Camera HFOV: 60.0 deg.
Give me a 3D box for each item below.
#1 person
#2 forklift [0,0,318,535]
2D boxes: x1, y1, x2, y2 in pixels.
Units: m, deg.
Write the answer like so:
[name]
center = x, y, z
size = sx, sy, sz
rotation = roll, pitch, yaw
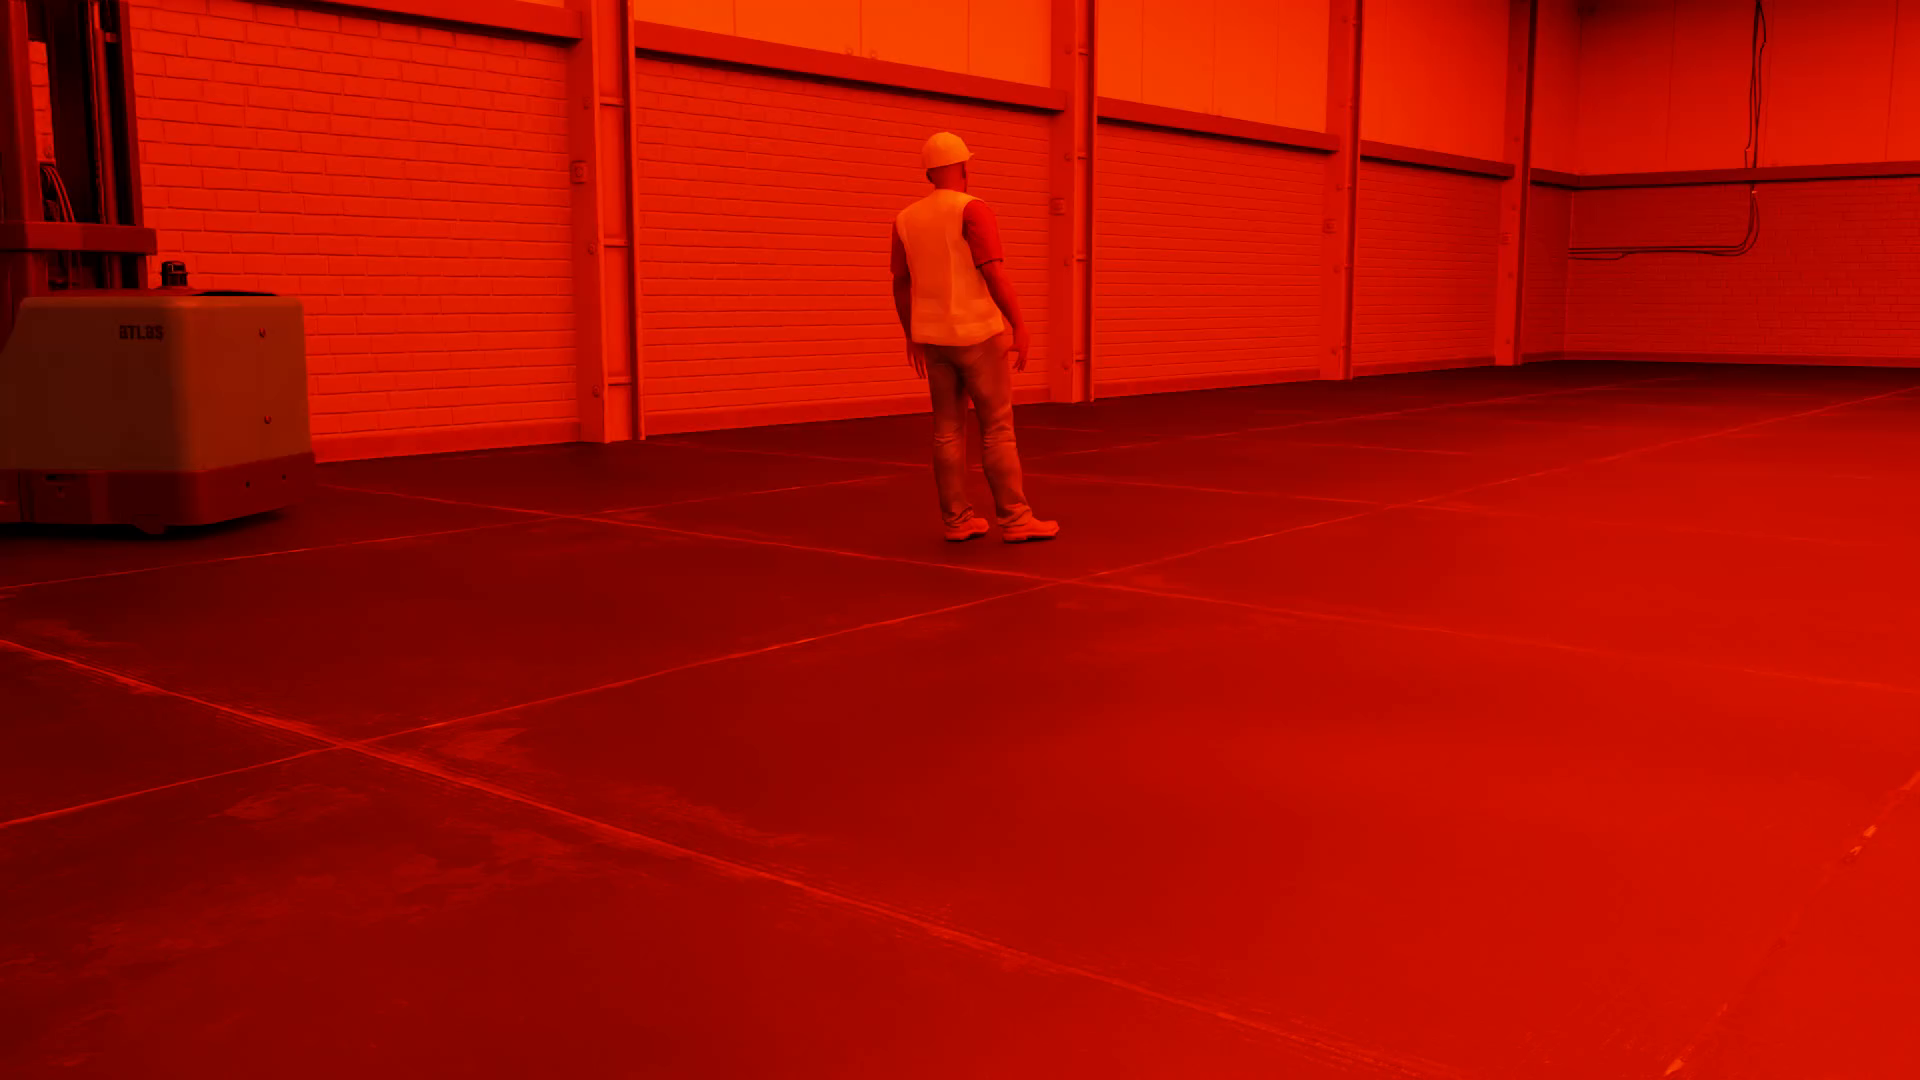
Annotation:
[person]
center = 0.049, -0.889, 7.326
size = 0.665, 1.768, 0.575
rotation = 7, 11, 38
[forklift]
center = -4.758, -1.547, 7.853
size = 3.031, 2.935, 1.130
rotation = 1, 8, 9
